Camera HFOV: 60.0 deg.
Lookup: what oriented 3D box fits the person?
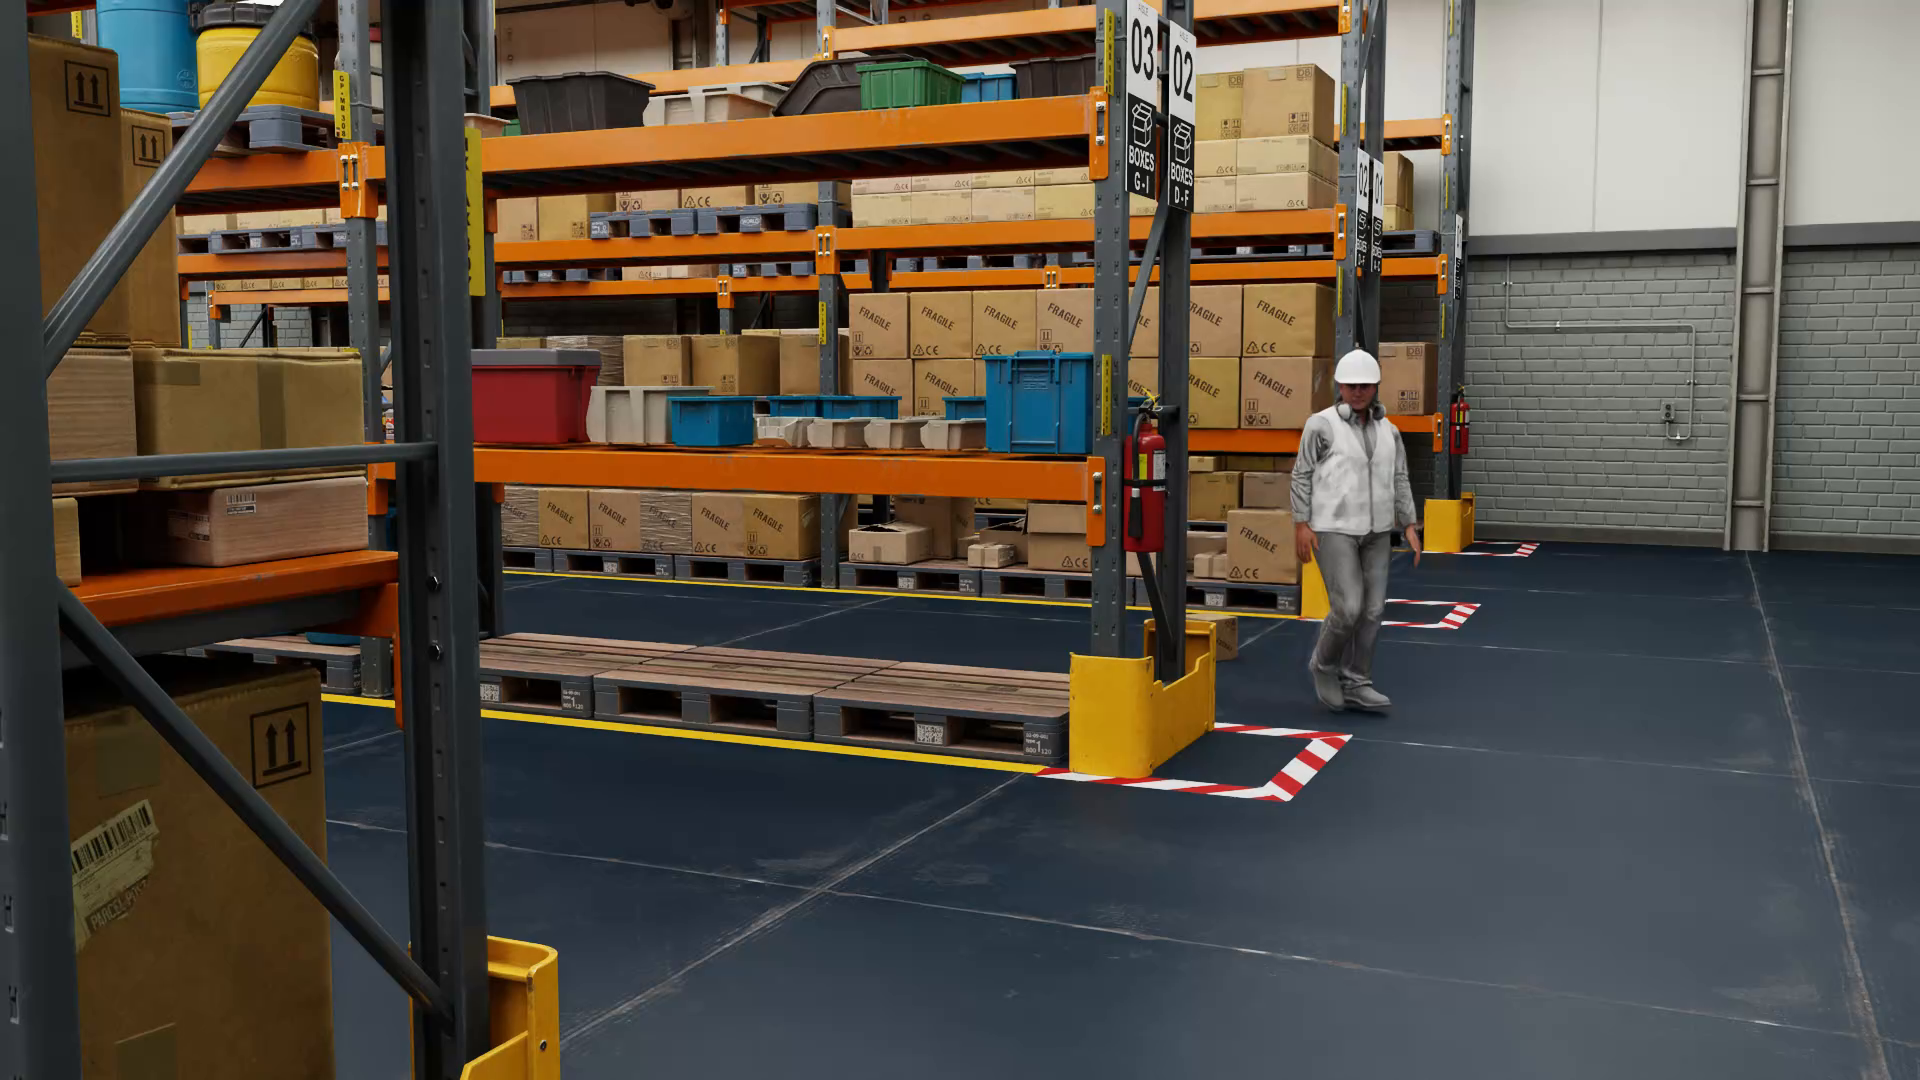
[{"bbox_3d":[1.922,-0.036,8.145,0.578,1.781,0.457,-2,6,-22],"label":"person"}]
